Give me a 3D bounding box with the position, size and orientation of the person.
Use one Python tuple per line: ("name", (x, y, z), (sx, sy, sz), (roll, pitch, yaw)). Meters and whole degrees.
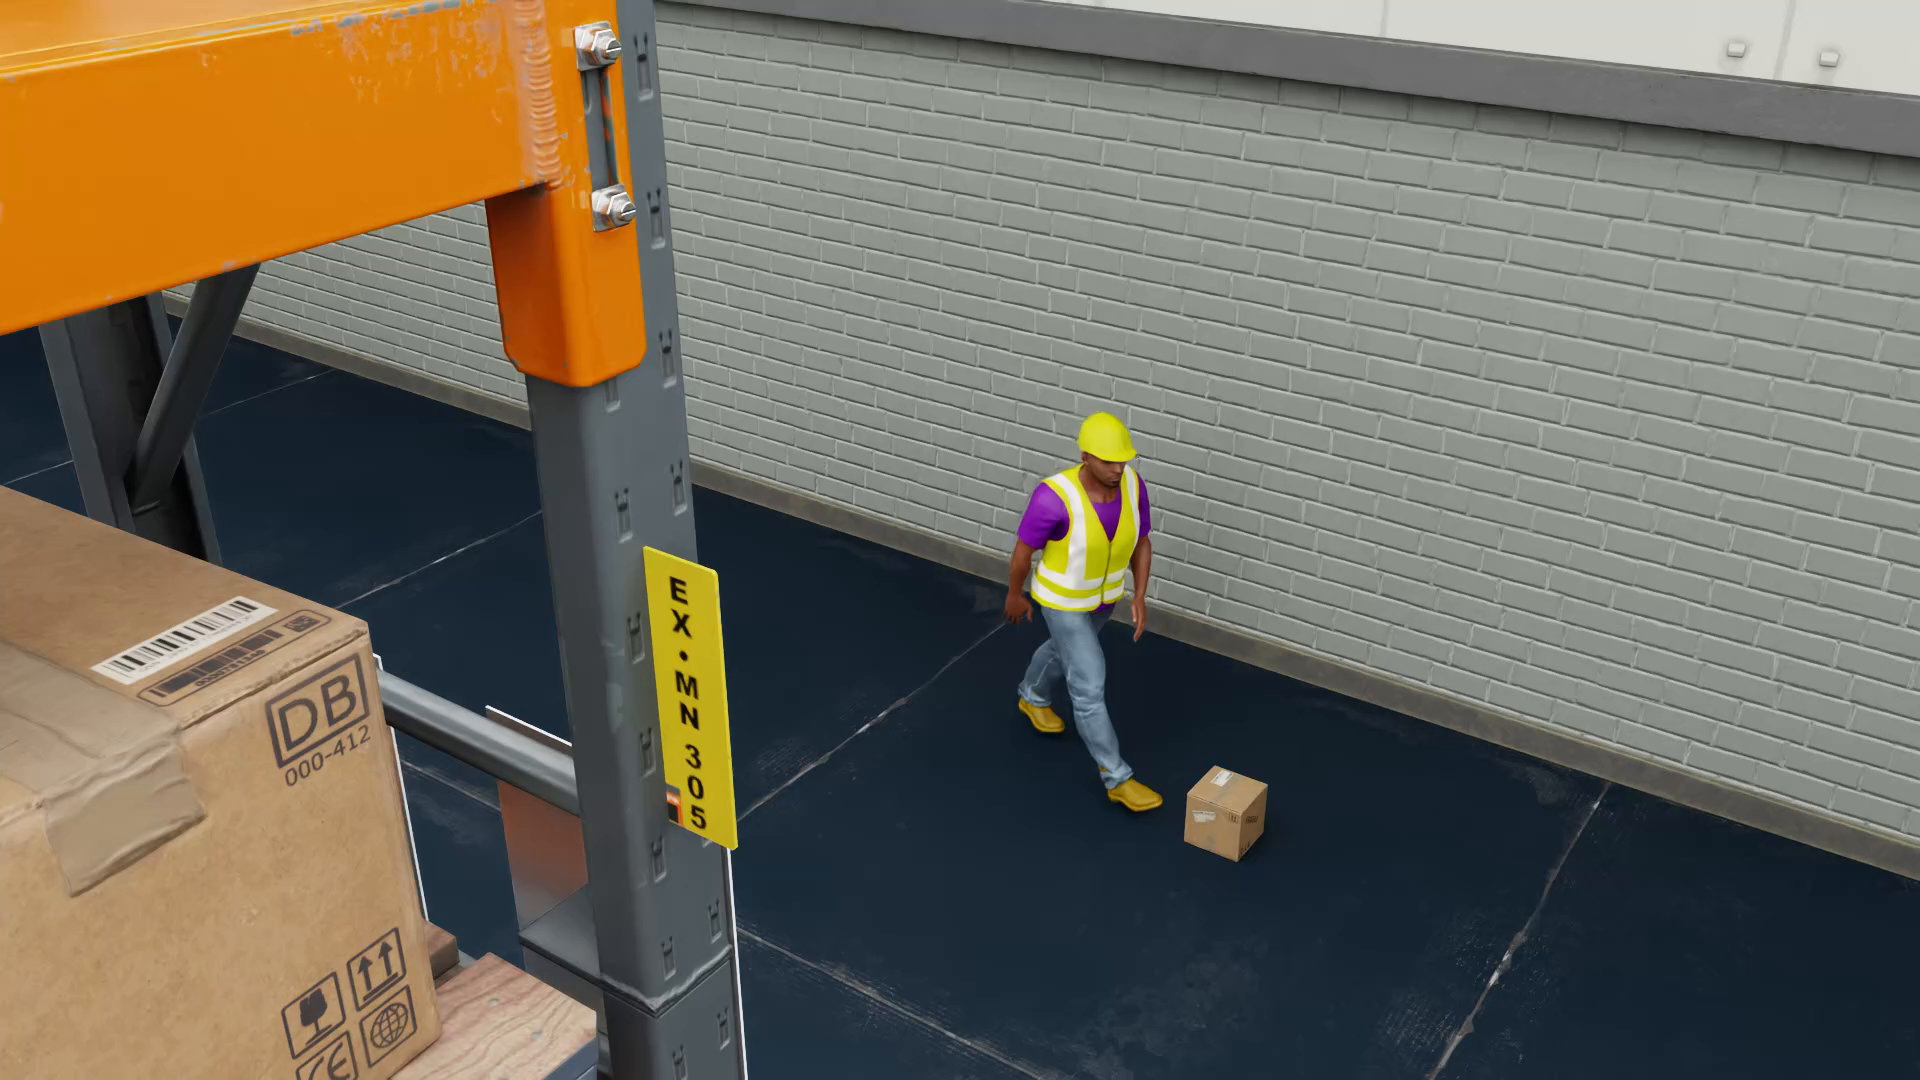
("person", (0.572, 0.244, 7.098), (0.568, 1.693, 1.084), (-20, 33, -34))
